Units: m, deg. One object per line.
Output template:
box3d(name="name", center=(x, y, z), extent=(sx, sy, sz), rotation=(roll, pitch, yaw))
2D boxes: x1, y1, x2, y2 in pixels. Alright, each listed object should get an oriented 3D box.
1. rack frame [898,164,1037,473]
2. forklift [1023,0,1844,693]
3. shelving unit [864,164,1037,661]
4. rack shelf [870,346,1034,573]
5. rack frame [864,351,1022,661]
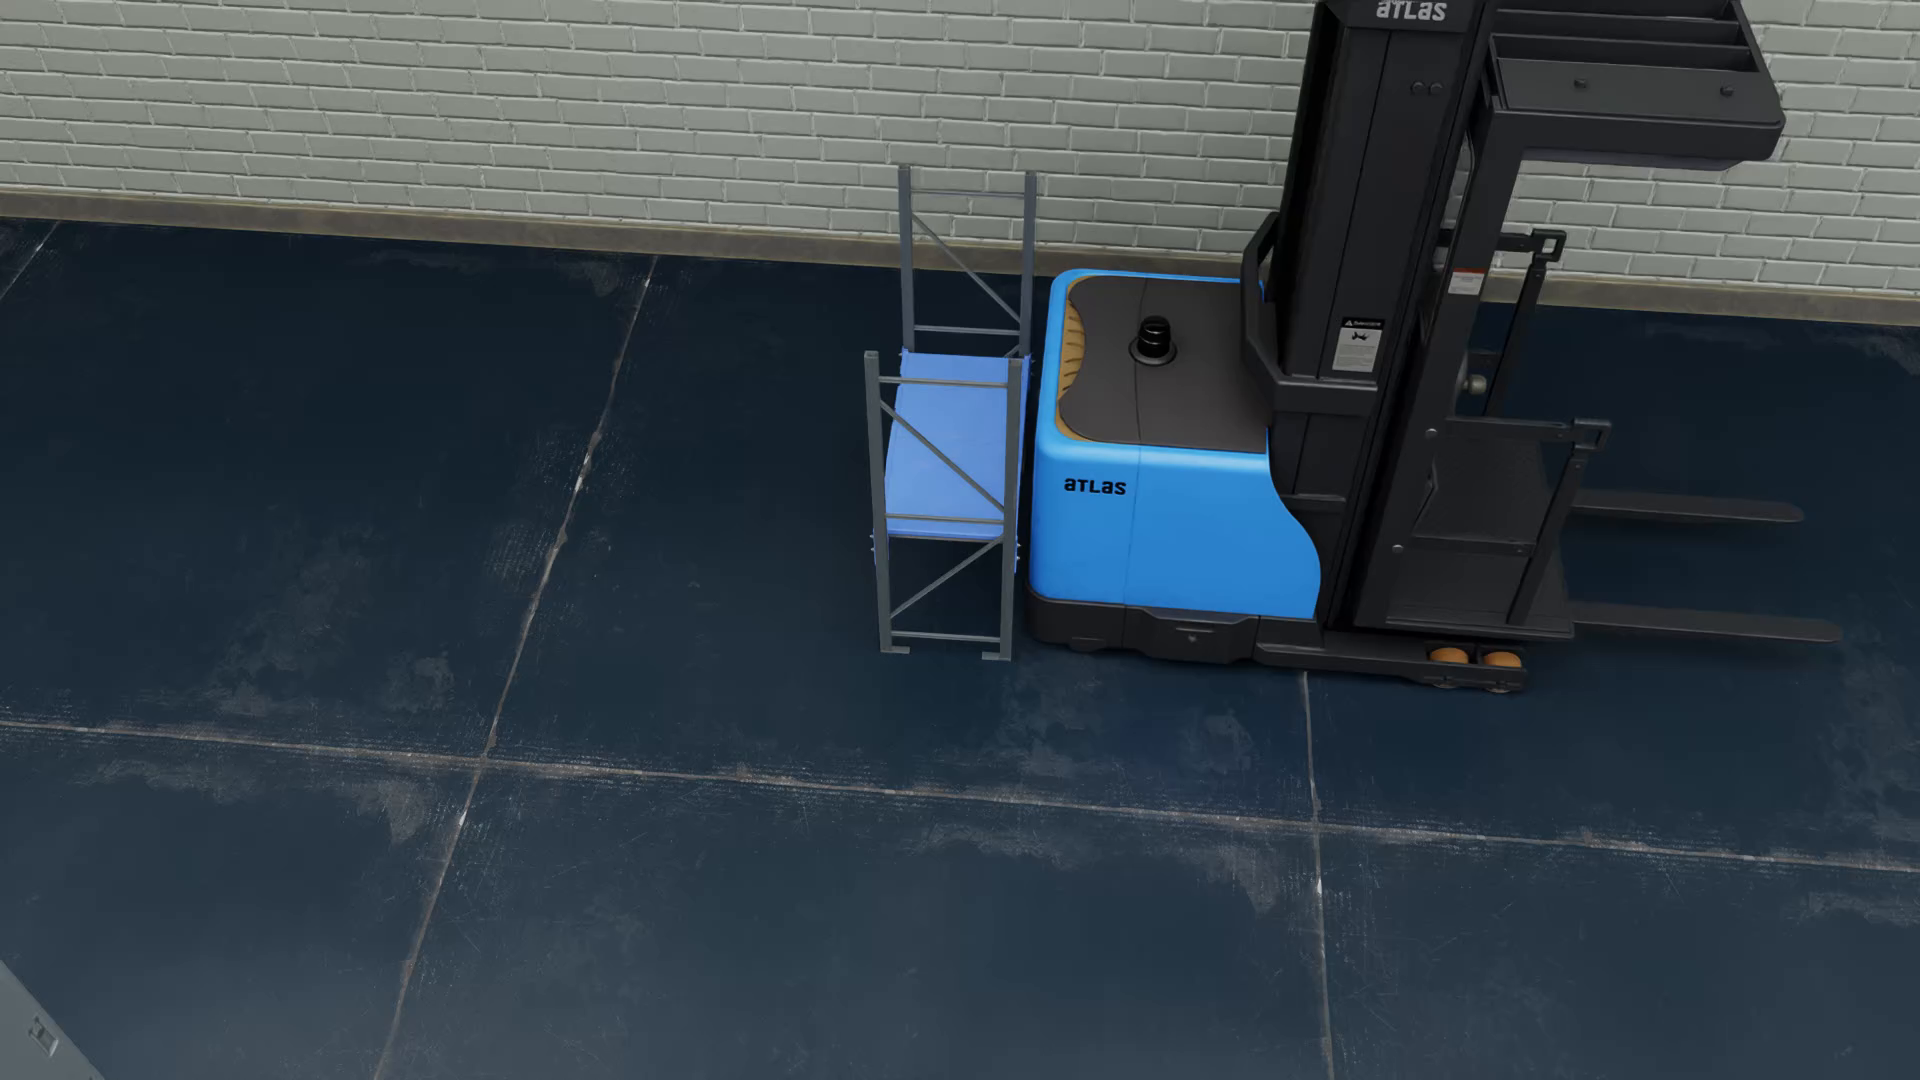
box3d(name="rack frame", center=(0.027, -0.818, 6.508), extent=(0.500, 1.500, 0.032), rotation=(3, 48, 3))
box3d(name="forklift", center=(1.794, -0.831, 5.550), extent=(3.031, 2.935, 1.130), rotation=(4, 48, 4))
box3d(name="shelving unit", center=(-0.014, -0.444, 6.166), extent=(0.538, 1.500, 1.048), rotation=(3, 48, 3))
box3d(name="rack shelf", center=(-0.014, -0.323, 6.298), extent=(0.538, 0.185, 1.000), rotation=(3, 48, 3))
box3d(name="rack frame", center=(-0.054, -0.070, 5.824), extent=(0.500, 1.500, 0.032), rotation=(3, 48, 3))
